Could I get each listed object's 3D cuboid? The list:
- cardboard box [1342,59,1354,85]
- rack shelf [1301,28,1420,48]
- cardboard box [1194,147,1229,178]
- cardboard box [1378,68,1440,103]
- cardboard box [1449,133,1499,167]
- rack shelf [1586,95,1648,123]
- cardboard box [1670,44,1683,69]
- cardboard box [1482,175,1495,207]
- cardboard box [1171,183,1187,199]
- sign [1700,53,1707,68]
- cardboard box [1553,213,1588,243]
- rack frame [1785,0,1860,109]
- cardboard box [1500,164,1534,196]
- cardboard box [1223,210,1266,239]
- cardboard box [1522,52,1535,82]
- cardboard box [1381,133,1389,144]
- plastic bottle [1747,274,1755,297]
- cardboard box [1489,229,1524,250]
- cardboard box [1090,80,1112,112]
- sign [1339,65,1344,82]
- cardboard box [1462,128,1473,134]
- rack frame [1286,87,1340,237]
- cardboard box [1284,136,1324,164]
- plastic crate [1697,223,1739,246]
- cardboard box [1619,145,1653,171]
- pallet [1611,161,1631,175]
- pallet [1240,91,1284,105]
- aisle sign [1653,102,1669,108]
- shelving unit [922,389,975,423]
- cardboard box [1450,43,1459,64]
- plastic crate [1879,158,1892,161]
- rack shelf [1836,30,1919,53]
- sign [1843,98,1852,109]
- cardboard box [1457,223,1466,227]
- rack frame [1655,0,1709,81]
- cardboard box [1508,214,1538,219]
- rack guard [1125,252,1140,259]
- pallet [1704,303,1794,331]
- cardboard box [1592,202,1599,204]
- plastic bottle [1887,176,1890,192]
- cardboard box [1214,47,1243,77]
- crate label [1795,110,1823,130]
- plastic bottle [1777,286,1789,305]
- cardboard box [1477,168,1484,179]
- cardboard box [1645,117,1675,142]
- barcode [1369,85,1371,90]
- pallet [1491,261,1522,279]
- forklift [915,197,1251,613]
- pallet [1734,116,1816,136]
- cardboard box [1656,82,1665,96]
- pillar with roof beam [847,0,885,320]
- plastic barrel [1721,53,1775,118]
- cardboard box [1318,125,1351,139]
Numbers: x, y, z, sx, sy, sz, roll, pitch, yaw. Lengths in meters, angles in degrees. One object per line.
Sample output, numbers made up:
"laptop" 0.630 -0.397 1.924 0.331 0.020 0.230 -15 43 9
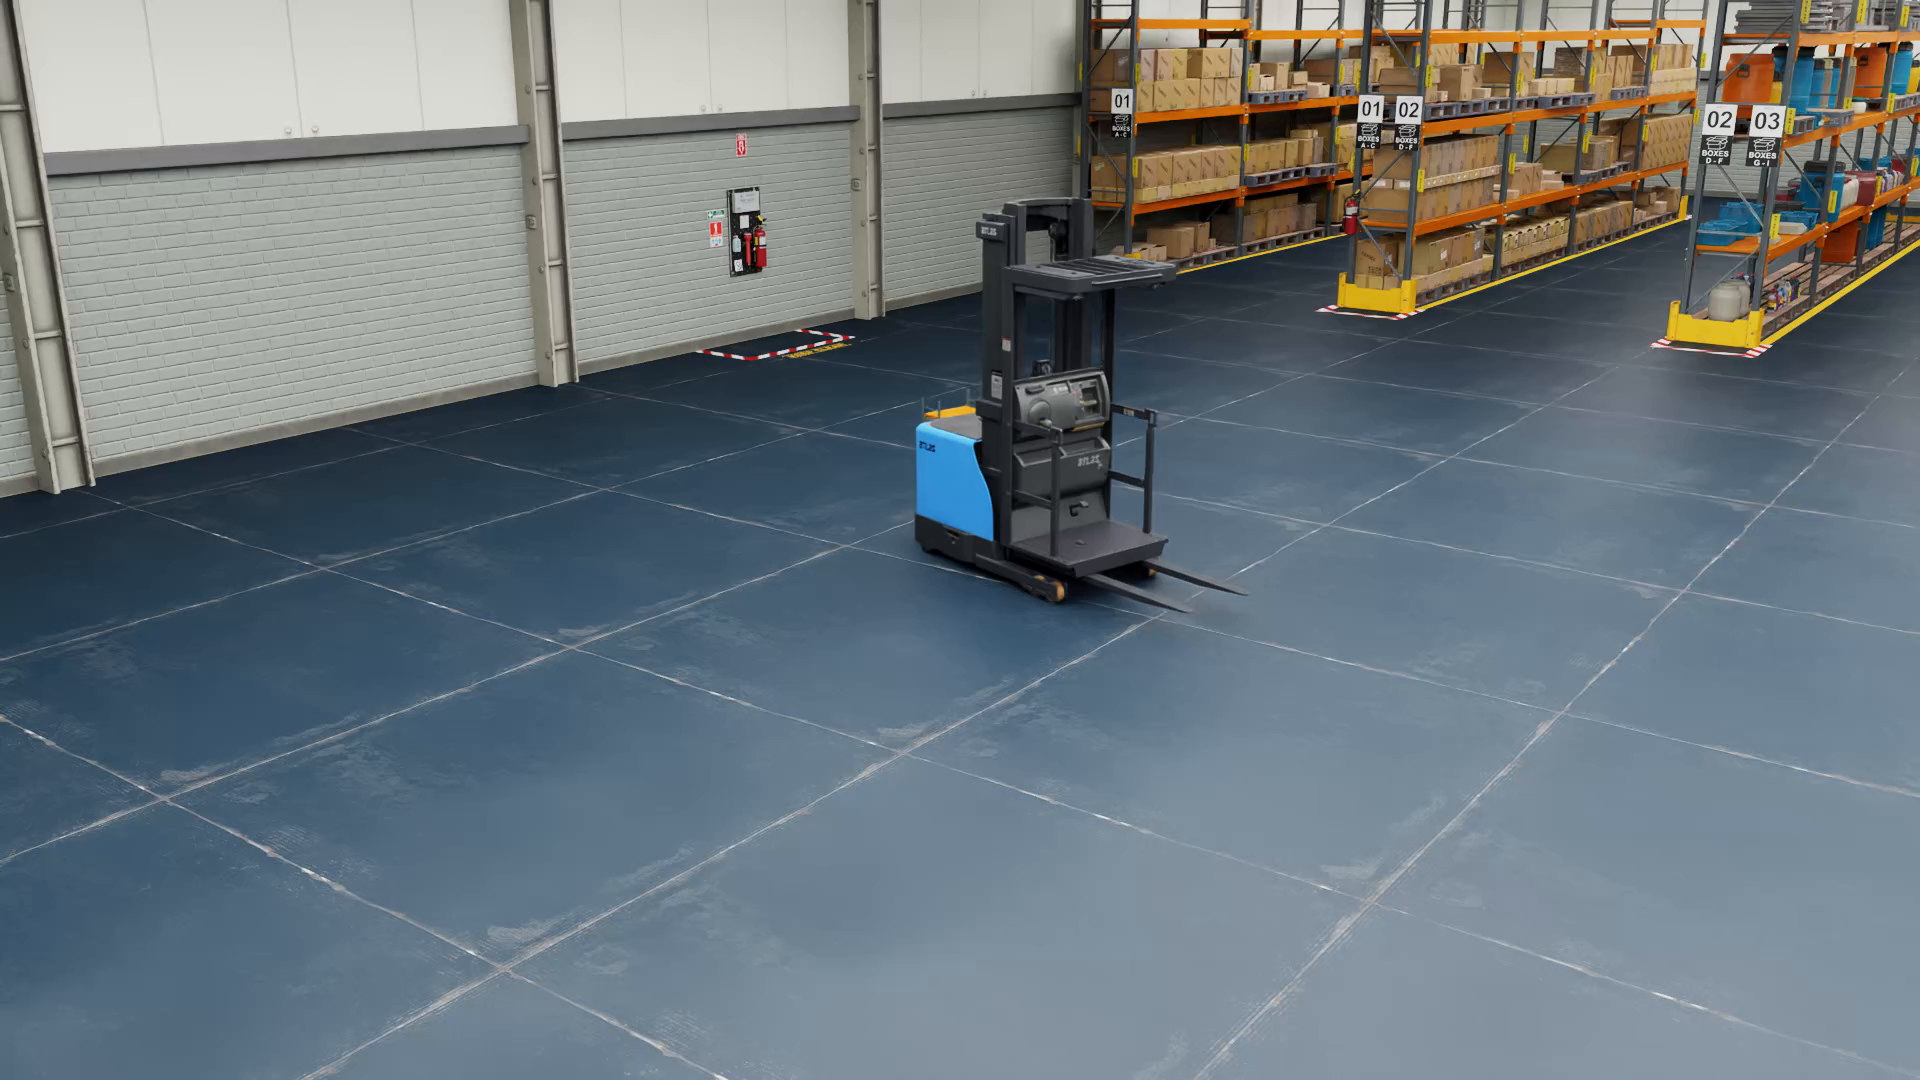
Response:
"cardboard box" 7.768 -9.763 34.655 0.700 0.500 0.500 11 20 32
"rack shelf" 8.443 -10.618 35.149 1.077 0.370 4.000 12 21 35
"cardboard box" 4.542 -6.867 30.255 0.500 0.500 0.500 12 21 34
"cardboard box" 6.811 -6.917 25.282 0.797 0.503 0.637 14 22 38
"cardboard box" 8.590 -6.544 27.904 0.700 0.500 0.500 13 21 35
"rack shelf" 12.424 -8.502 32.719 1.077 0.370 4.000 12 21 35
"cardboard box" 15.128 -10.432 35.868 0.700 0.500 0.500 12 21 35
"cardboard box" 8.590 -5.925 28.096 0.700 0.500 0.500 12 21 33
"cardboard box" 3.637 -6.150 29.210 0.500 0.250 0.500 12 21 34
"sign" 16.433 -10.595 36.752 0.100 0.325 0.005 12 21 35
"cardboard box" 11.733 -6.011 32.015 0.500 0.500 0.500 14 22 37
"rack frame" 12.825 -7.973 24.744 1.000 3.000 0.127 12 21 35
"cardboard box" 9.932 -6.456 29.808 0.500 0.500 0.500 12 21 35
"cardboard box" 5.561 -6.185 32.575 0.700 0.500 0.500 12 21 34
"cardboard box" 9.569 -8.183 28.760 0.500 0.500 0.500 15 23 40
"cardboard box" 8.960 -8.567 36.070 0.500 0.500 0.500 12 21 35
"plastic bottle" 12.126 -3.908 25.496 0.144 0.351 0.185 12 21 35
"cardboard box" 9.598 -5.312 29.274 0.500 0.311 0.500 12 21 34
"cardboard box" 2.530 -7.540 28.205 0.500 0.500 0.500 14 22 39
"sign" 7.686 -9.394 33.507 0.100 0.325 0.005 12 21 35
"cardboard box" 11.723 -9.736 40.033 0.980 0.700 0.700 14 22 37
"rack frame" 7.252 -7.811 34.339 1.000 3.000 0.127 12 21 35
"cardboard box" 6.980 -7.955 33.893 0.700 0.500 0.500 10 20 28
"plastic crate" 10.499 -4.256 23.142 0.499 0.251 0.616 12 21 35
"cardboard box" 14.138 -8.010 34.812 0.500 0.500 0.500 13 22 36
"pallet" 13.052 -7.627 34.069 1.003 0.211 1.213 12 21 35
"pallet" 5.322 -8.329 31.267 1.213 0.211 1.003 12 21 35
"aisle sign" 15.804 -10.152 37.493 0.394 0.787 0.004 12 21 35
"shelving unit" -0.049 -0.658 14.336 0.503 1.200 0.258 -13 21 -37
"cardboard box" 11.190 -11.218 38.365 0.500 0.500 0.500 11 21 32
"plastic crate" 19.171 -7.757 34.346 0.416 0.233 0.300 12 21 35
"rack shelf" 16.400 -8.867 29.512 1.077 0.370 4.000 12 21 35
"sign" 13.260 -6.445 24.866 0.100 0.325 0.005 12 21 35
"cardboard box" 8.321 -5.174 28.512 0.500 0.500 0.500 12 21 35
"rack frame" 15.999 -11.707 36.769 1.000 3.000 0.127 12 21 35
"cardboard box" 10.684 -6.019 31.551 0.500 0.311 0.500 13 22 37
"rack guard" 2.530 -4.730 28.632 1.175 0.500 0.348 12 21 35
"pallet" 11.665 -3.332 24.616 1.003 0.211 1.213 12 21 35
"cardboard box" 12.823 -6.704 34.249 0.500 0.500 0.500 13 21 35
"plastic bottle" 16.880 -6.508 30.354 0.152 0.276 0.135 12 21 35
"cardboard box" 4.788 -8.658 30.122 0.500 0.500 0.500 10 20 30
"crate label" 11.822 -5.904 23.391 0.502 0.251 0.408 12 21 35
"plastic bottle" 12.266 -3.652 24.797 0.152 0.276 0.135 13 21 36
"cardboard box" 8.400 -6.055 27.421 0.380 0.149 0.250 12 21 35
"cardboard box" 15.043 -8.846 35.816 0.500 0.500 0.500 13 22 36
"barcode" 6.258 -6.898 25.362 0.001 0.075 0.075 12 21 35
"pallet" 9.257 -4.835 29.456 1.003 0.211 1.213 12 21 35
"forklift" 0.935 -1.085 12.795 1.130 2.935 3.031 -13 22 -37
"pallet" 11.013 -5.677 22.728 1.003 0.211 1.213 12 21 35
"cardboard box" 14.405 -9.441 34.782 0.500 0.250 0.500 12 21 35
"pillar with roof beam" 2.090 -6.900 21.291 9.100 9.000 0.400 12 21 35
"plastic barrel" 10.629 -6.131 22.440 0.600 0.830 0.708 12 21 35
"cardboard box" 7.746 -8.438 34.389 0.500 0.250 0.500 13 22 36
